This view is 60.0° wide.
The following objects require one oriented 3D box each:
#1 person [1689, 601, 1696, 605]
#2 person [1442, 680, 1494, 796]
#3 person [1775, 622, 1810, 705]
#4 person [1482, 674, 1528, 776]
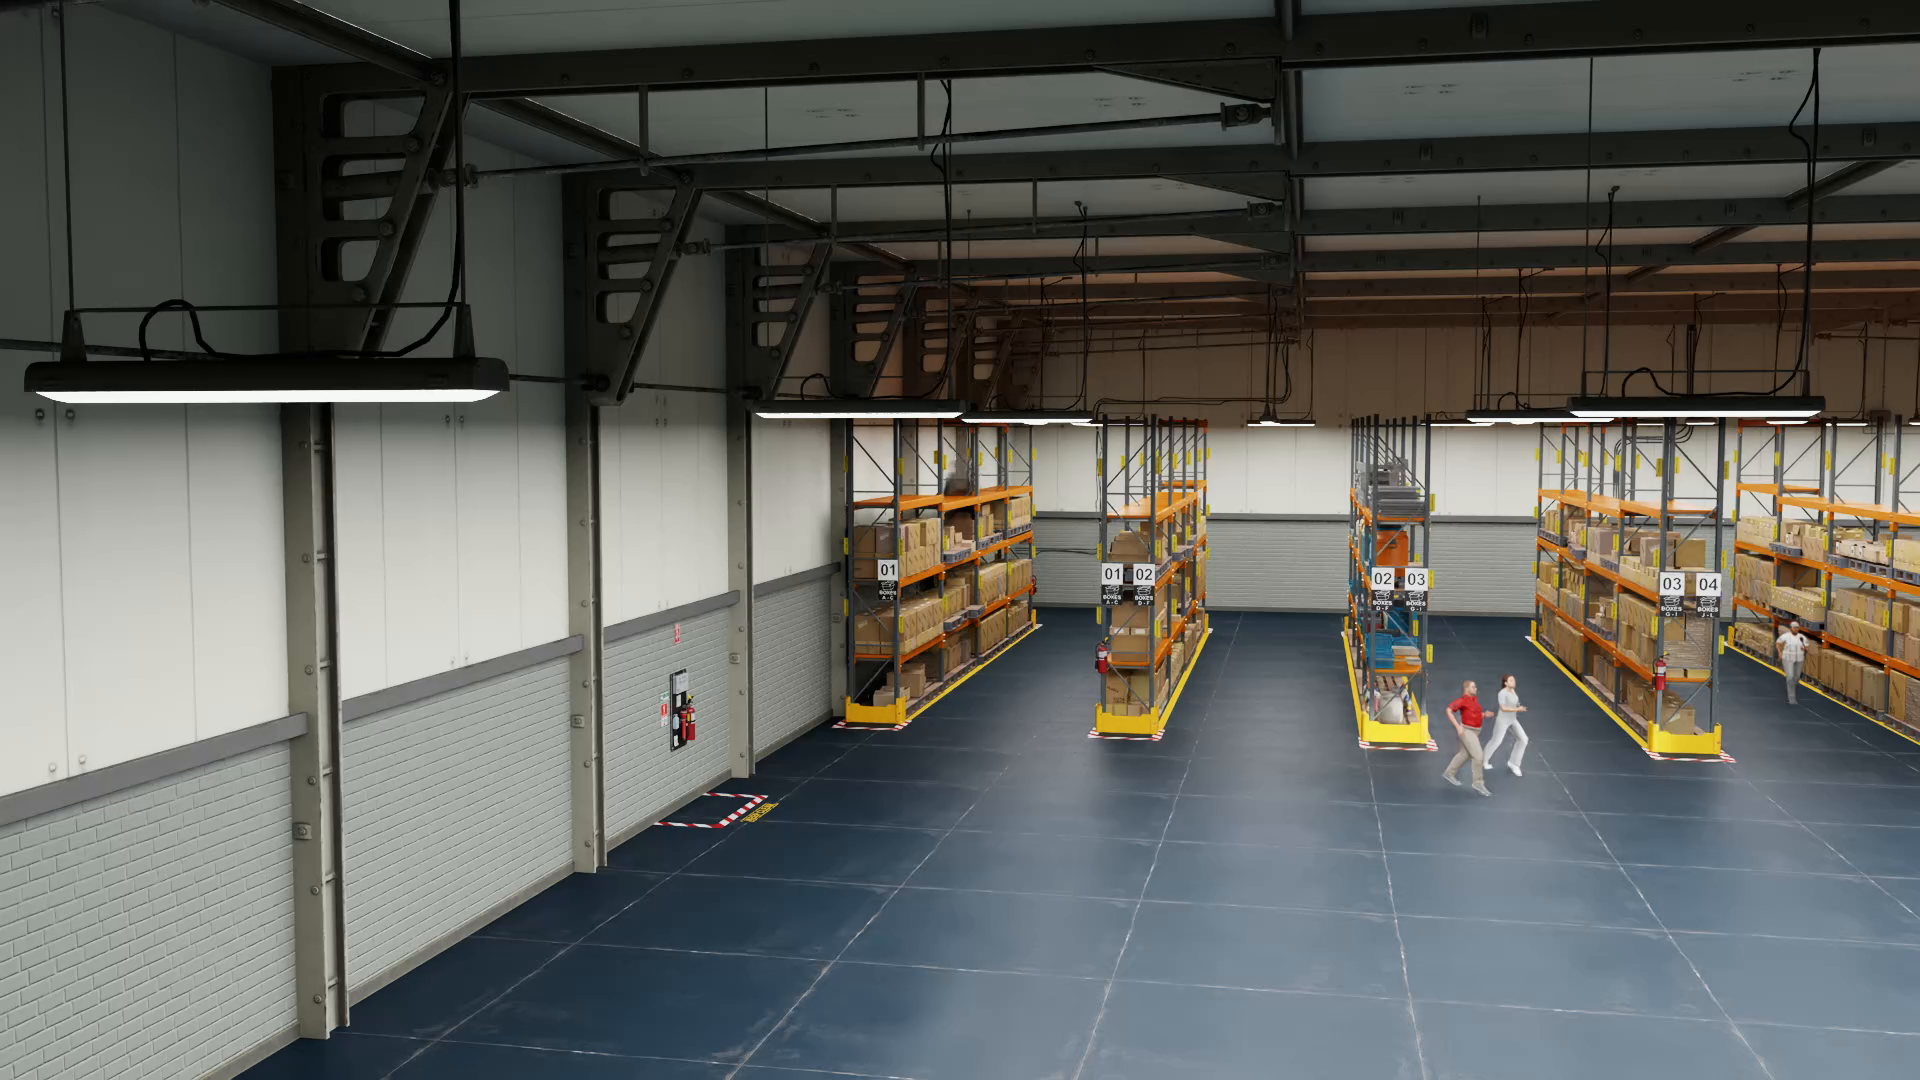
[{"bbox_3d":[19.163,2.022,44.116,0.651,1.567,0.619,3,5,36],"label":"person"},{"bbox_3d":[8.034,3.107,26.273,0.817,1.788,0.640,2,5,33],"label":"person"},{"bbox_3d":[17.486,2.553,34.900,0.594,1.689,0.895,0,4,6],"label":"person"},{"bbox_3d":[9.055,3.050,27.628,0.572,1.697,0.875,-3,5,-39],"label":"person"}]
